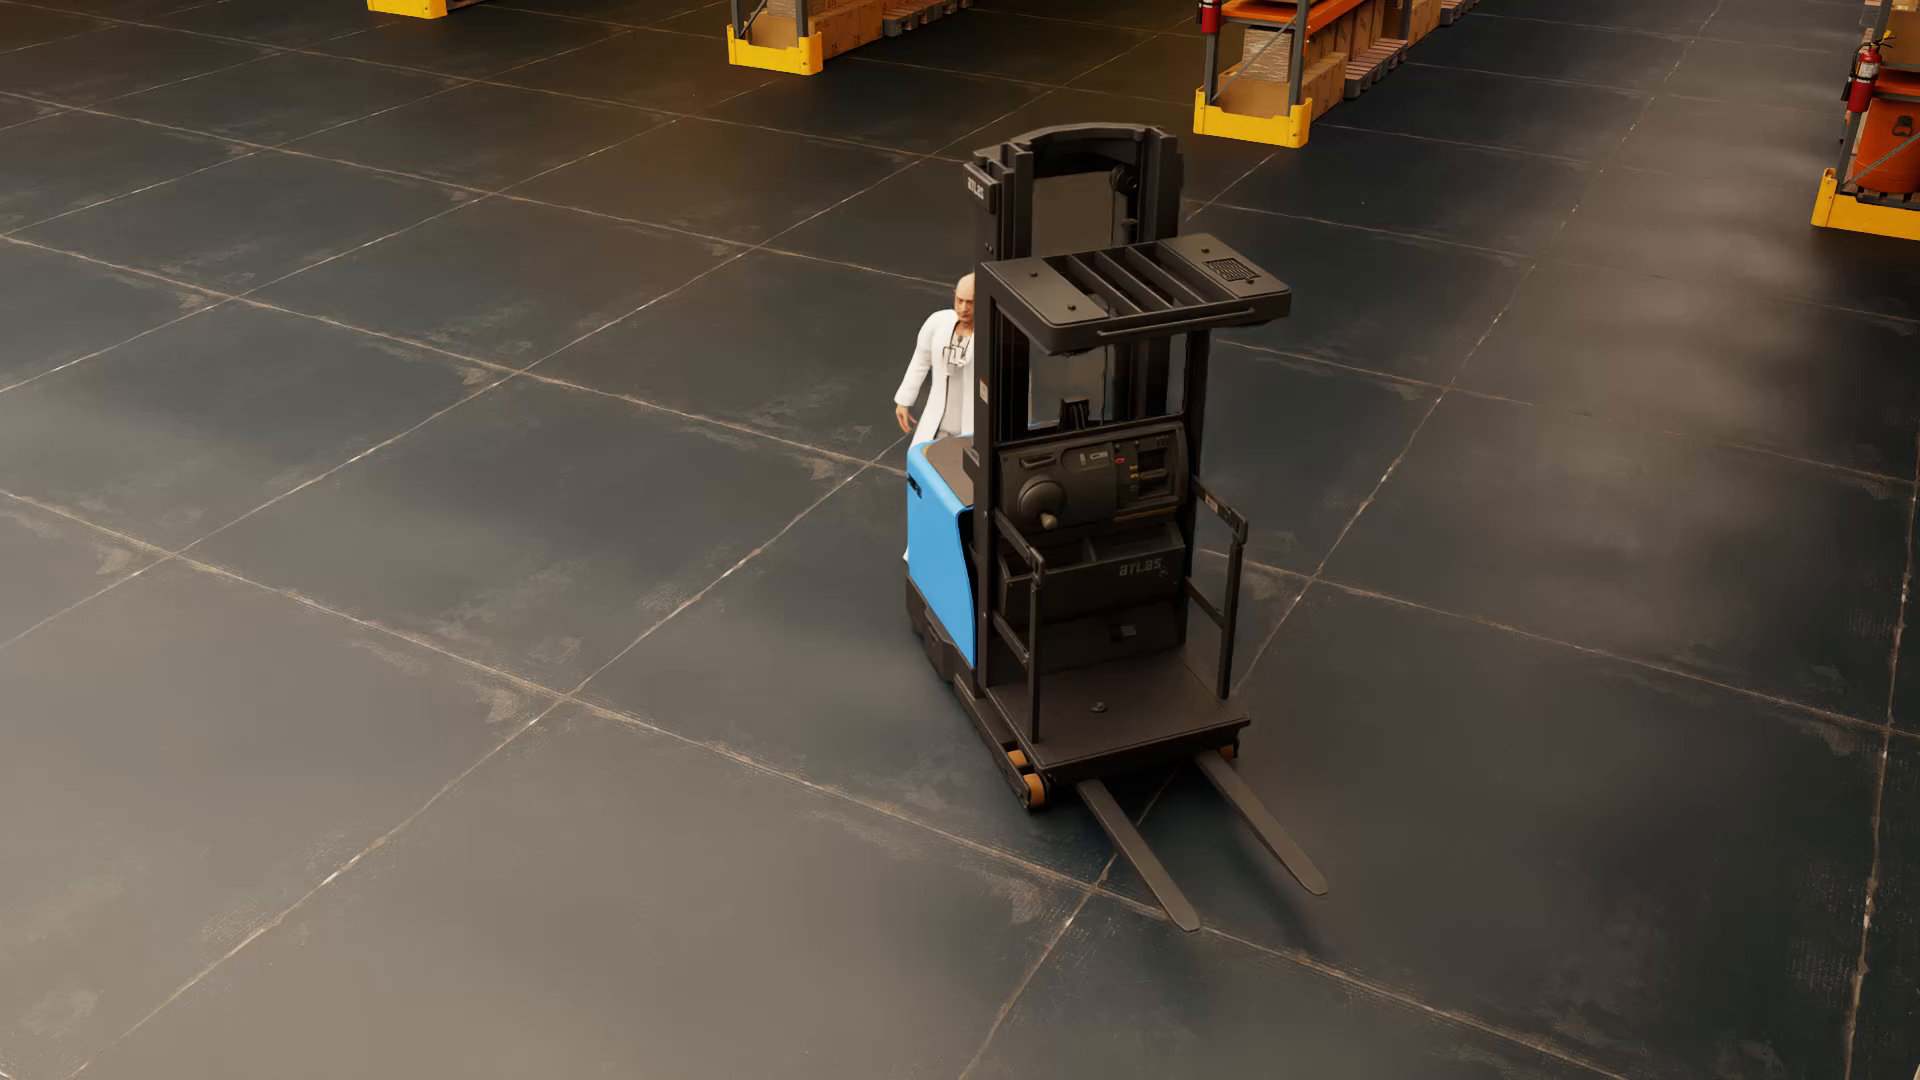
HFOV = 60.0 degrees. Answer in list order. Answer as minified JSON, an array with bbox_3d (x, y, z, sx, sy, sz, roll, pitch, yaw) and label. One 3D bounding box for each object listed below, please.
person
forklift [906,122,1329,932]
[{"bbox_3d":[-0.039,-0.619,9.341,0.816,1.744,0.633,11,32,19],"label":"person"},{"bbox_3d":[0.702,-0.243,7.492,1.130,2.935,3.031,-11,32,-18],"label":"forklift"}]
